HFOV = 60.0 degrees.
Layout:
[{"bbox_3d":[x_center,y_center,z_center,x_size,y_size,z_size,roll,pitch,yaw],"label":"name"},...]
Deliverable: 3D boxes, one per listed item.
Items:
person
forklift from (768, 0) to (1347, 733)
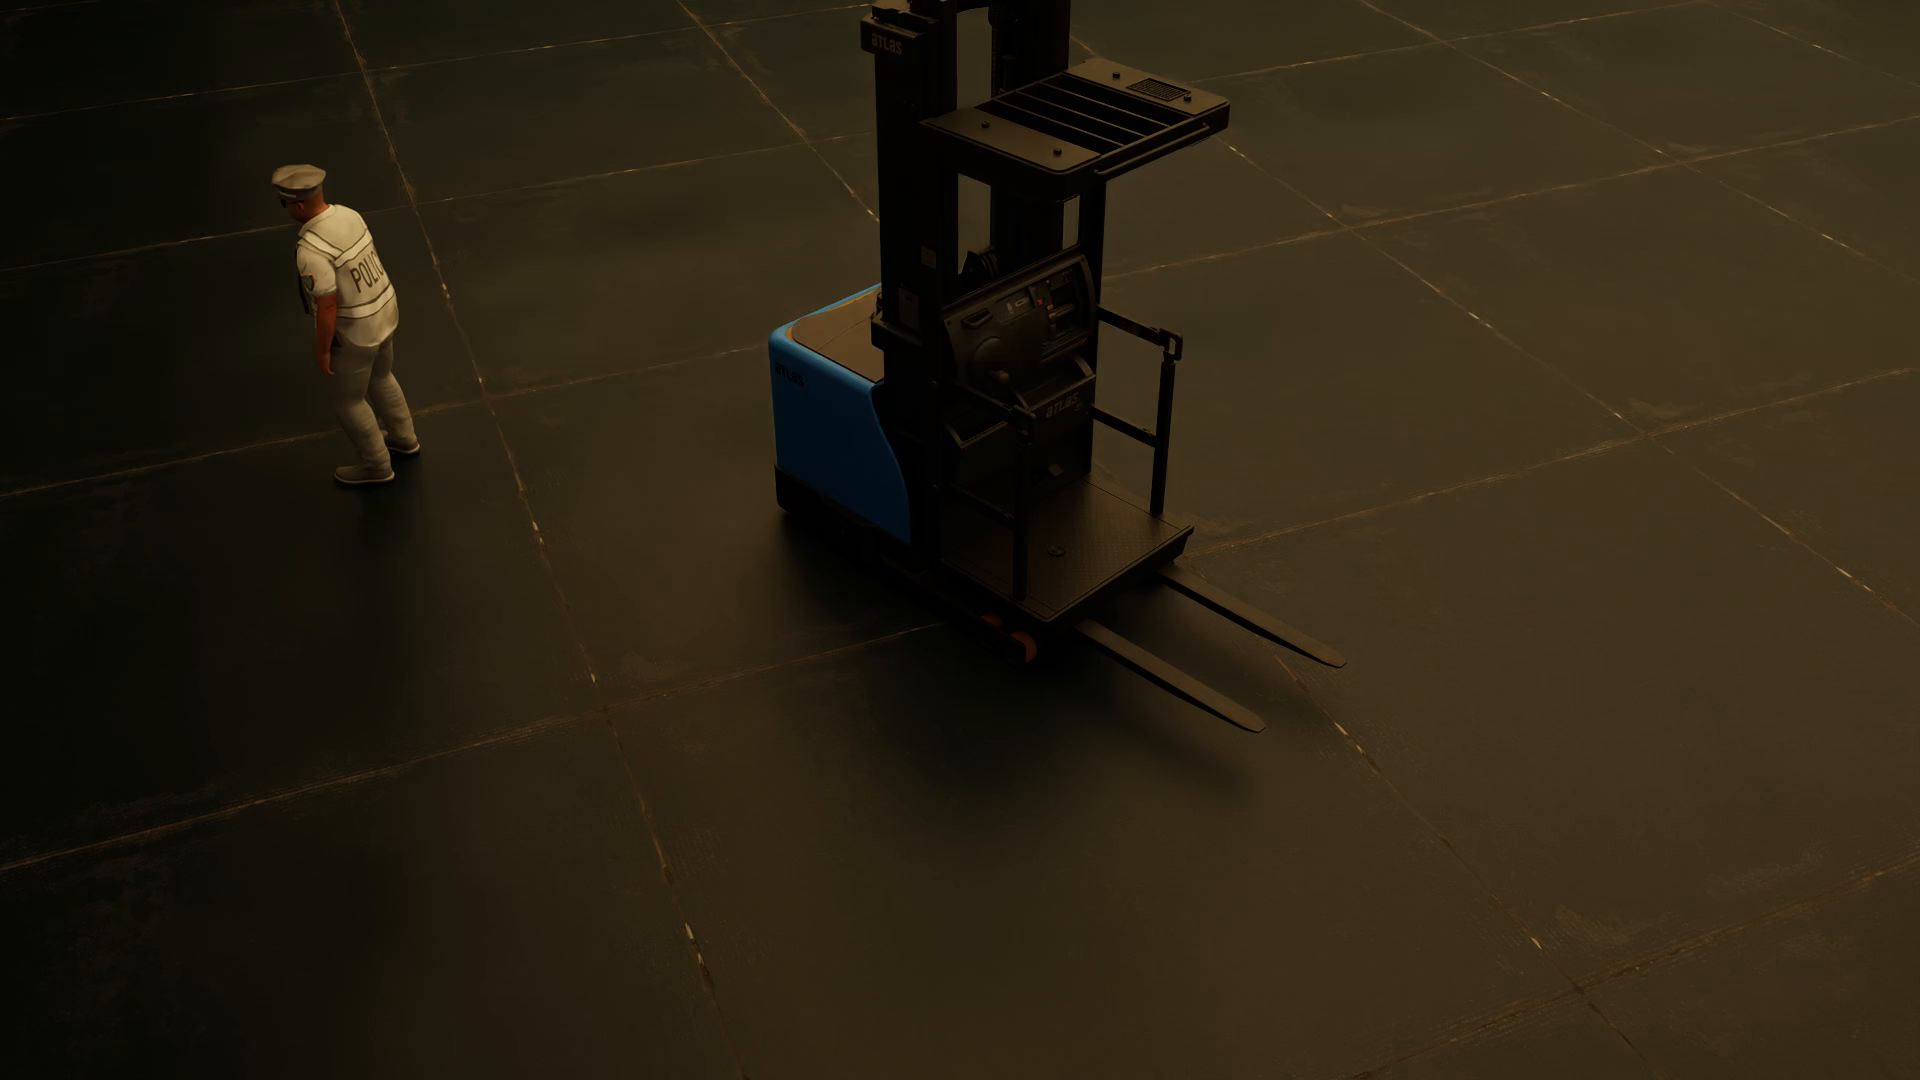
[{"bbox_3d":[-3.173,-1.112,8.683,0.443,1.747,0.600,6,36,9],"label":"person"},{"bbox_3d":[0.432,-0.946,7.429,3.031,2.935,1.130,30,45,35],"label":"forklift"}]
